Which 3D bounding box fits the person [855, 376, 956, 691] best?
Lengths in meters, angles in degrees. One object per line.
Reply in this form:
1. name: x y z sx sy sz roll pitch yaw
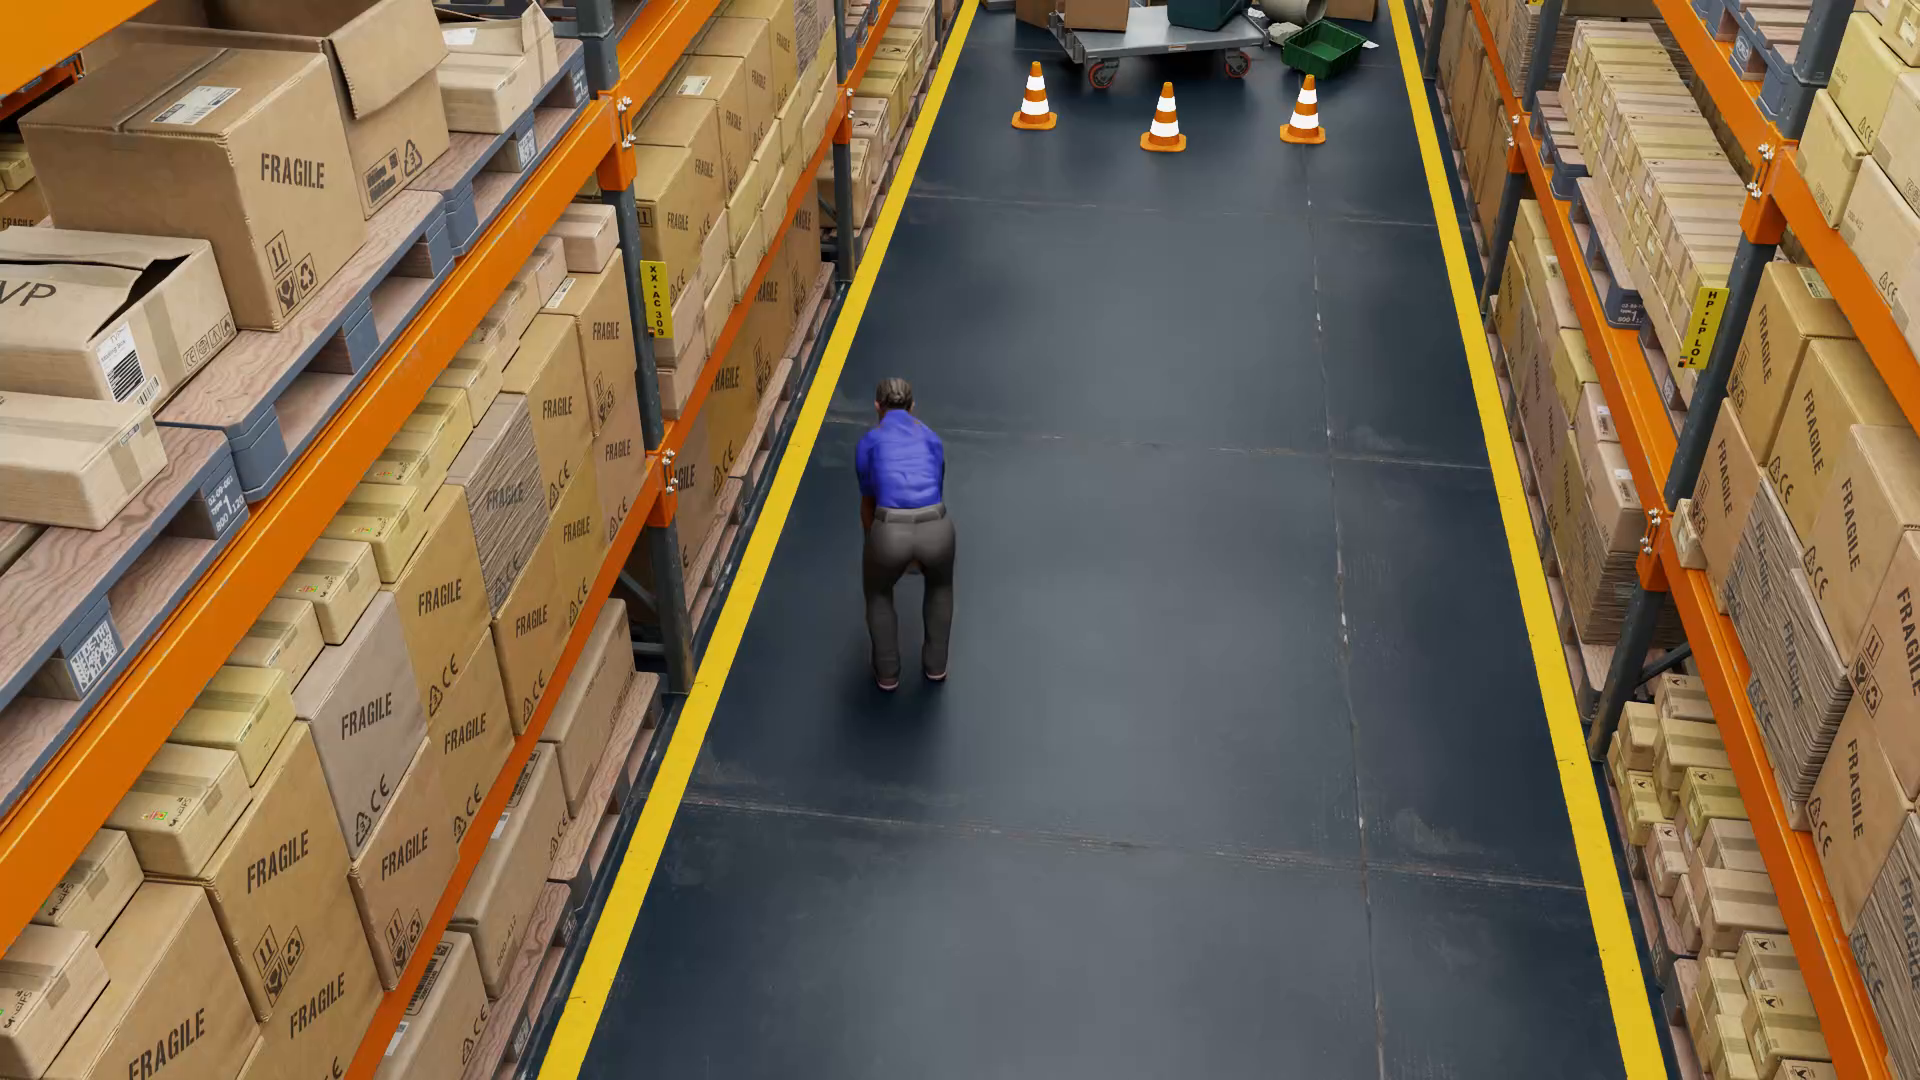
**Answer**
1. person: -0.247 -0.012 7.408 0.407 1.251 0.825 -5 37 -6
